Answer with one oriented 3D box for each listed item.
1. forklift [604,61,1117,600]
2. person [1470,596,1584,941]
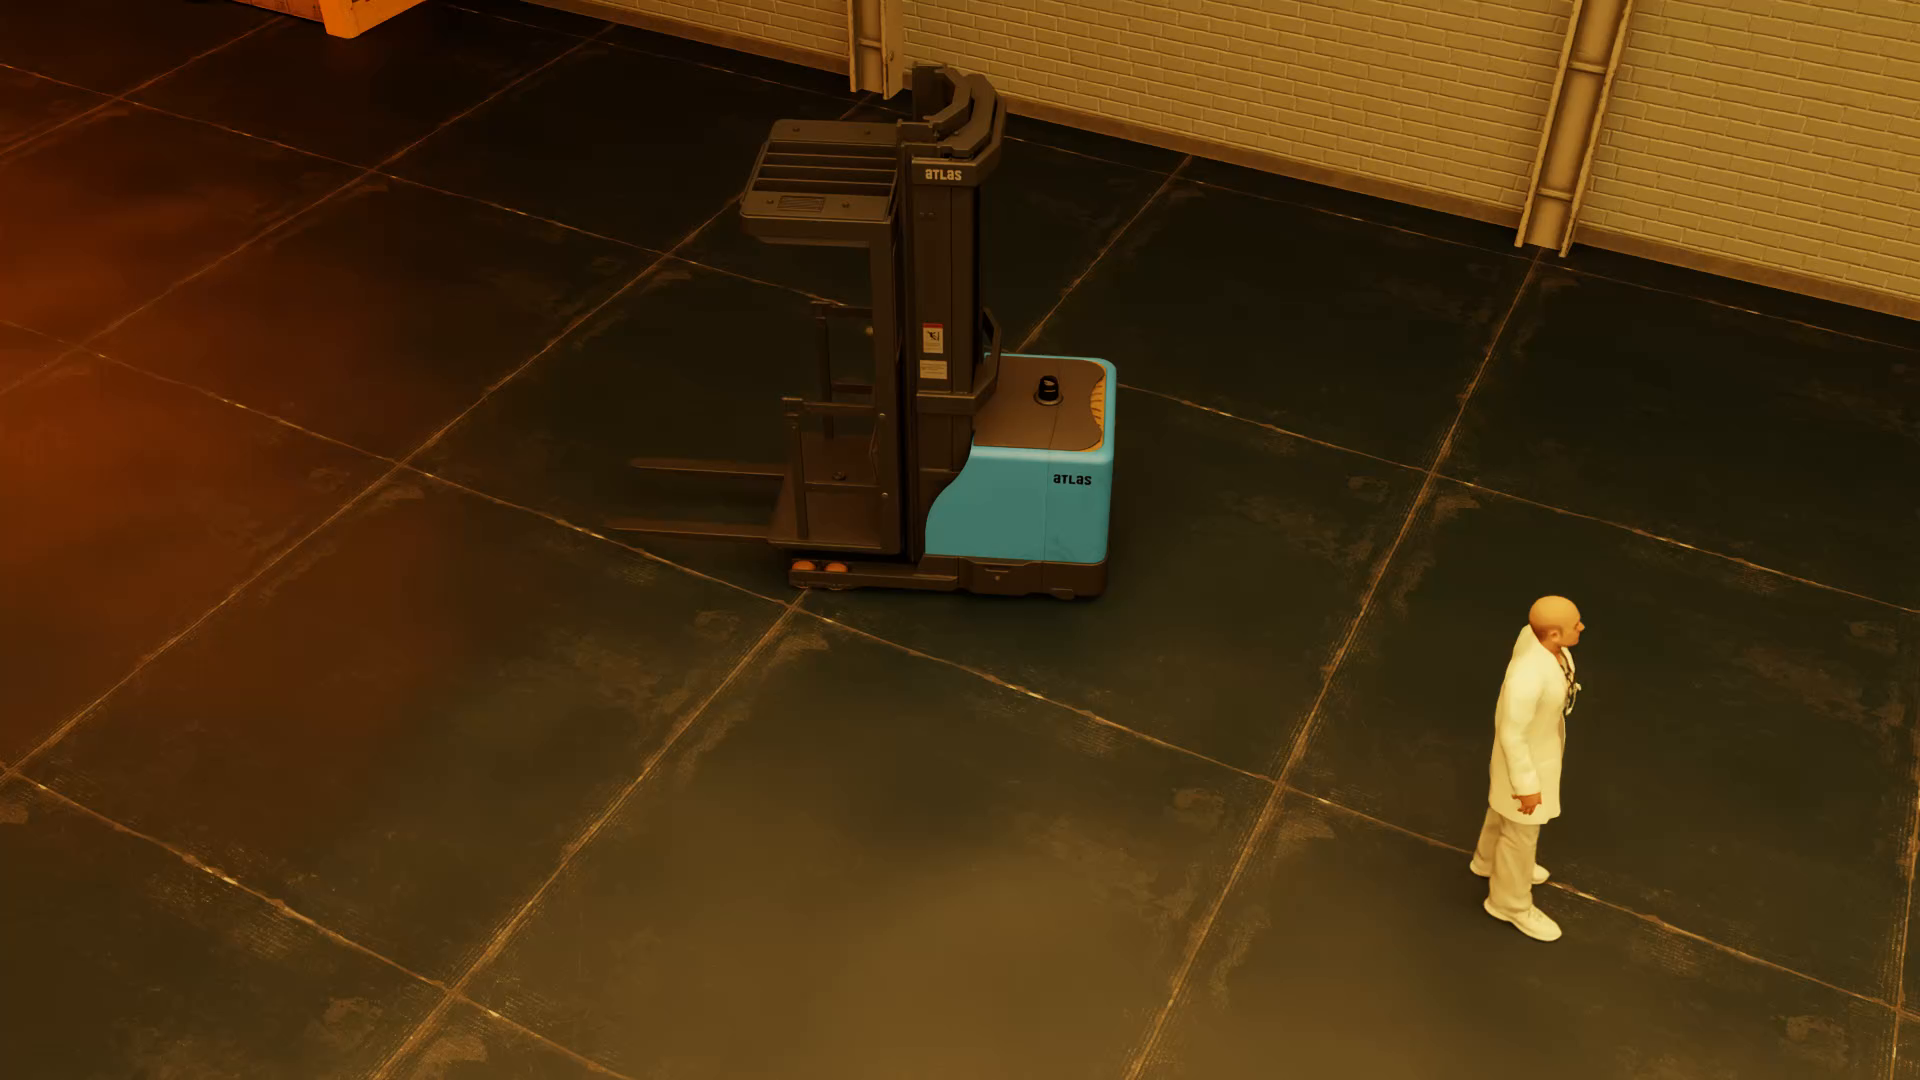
[{"bbox_3d":[-0.606,-1.157,9.360,3.031,2.935,1.130,3,40,4],"label":"forklift"},{"bbox_3d":[2.716,1.007,7.678,0.575,1.778,0.693,16,43,18],"label":"person"}]
